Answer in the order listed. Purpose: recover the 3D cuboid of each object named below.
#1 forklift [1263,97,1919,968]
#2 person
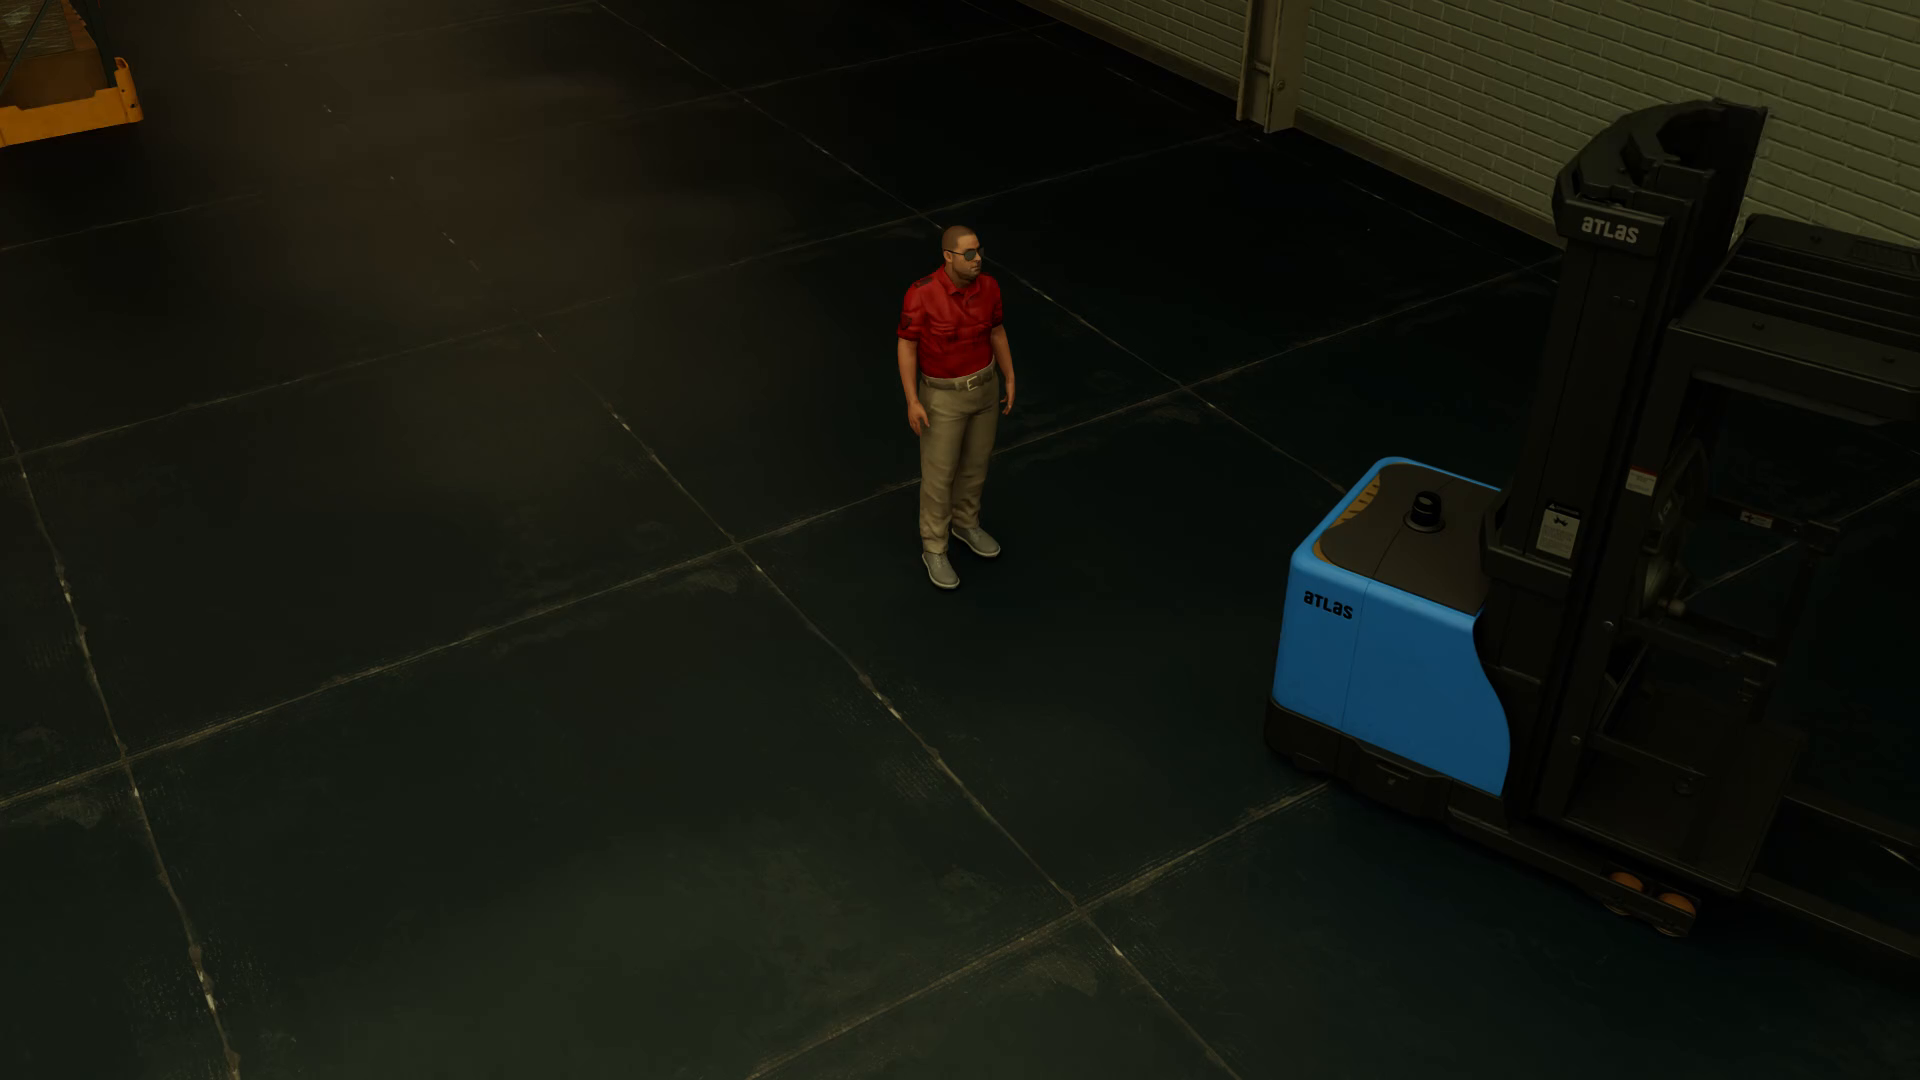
[{"bbox_3d":[2.835,-0.002,6.150,3.031,2.935,1.130,22,41,28],"label":"forklift"},{"bbox_3d":[0.038,-0.666,8.129,0.640,1.727,0.551,-21,40,-27],"label":"person"}]
